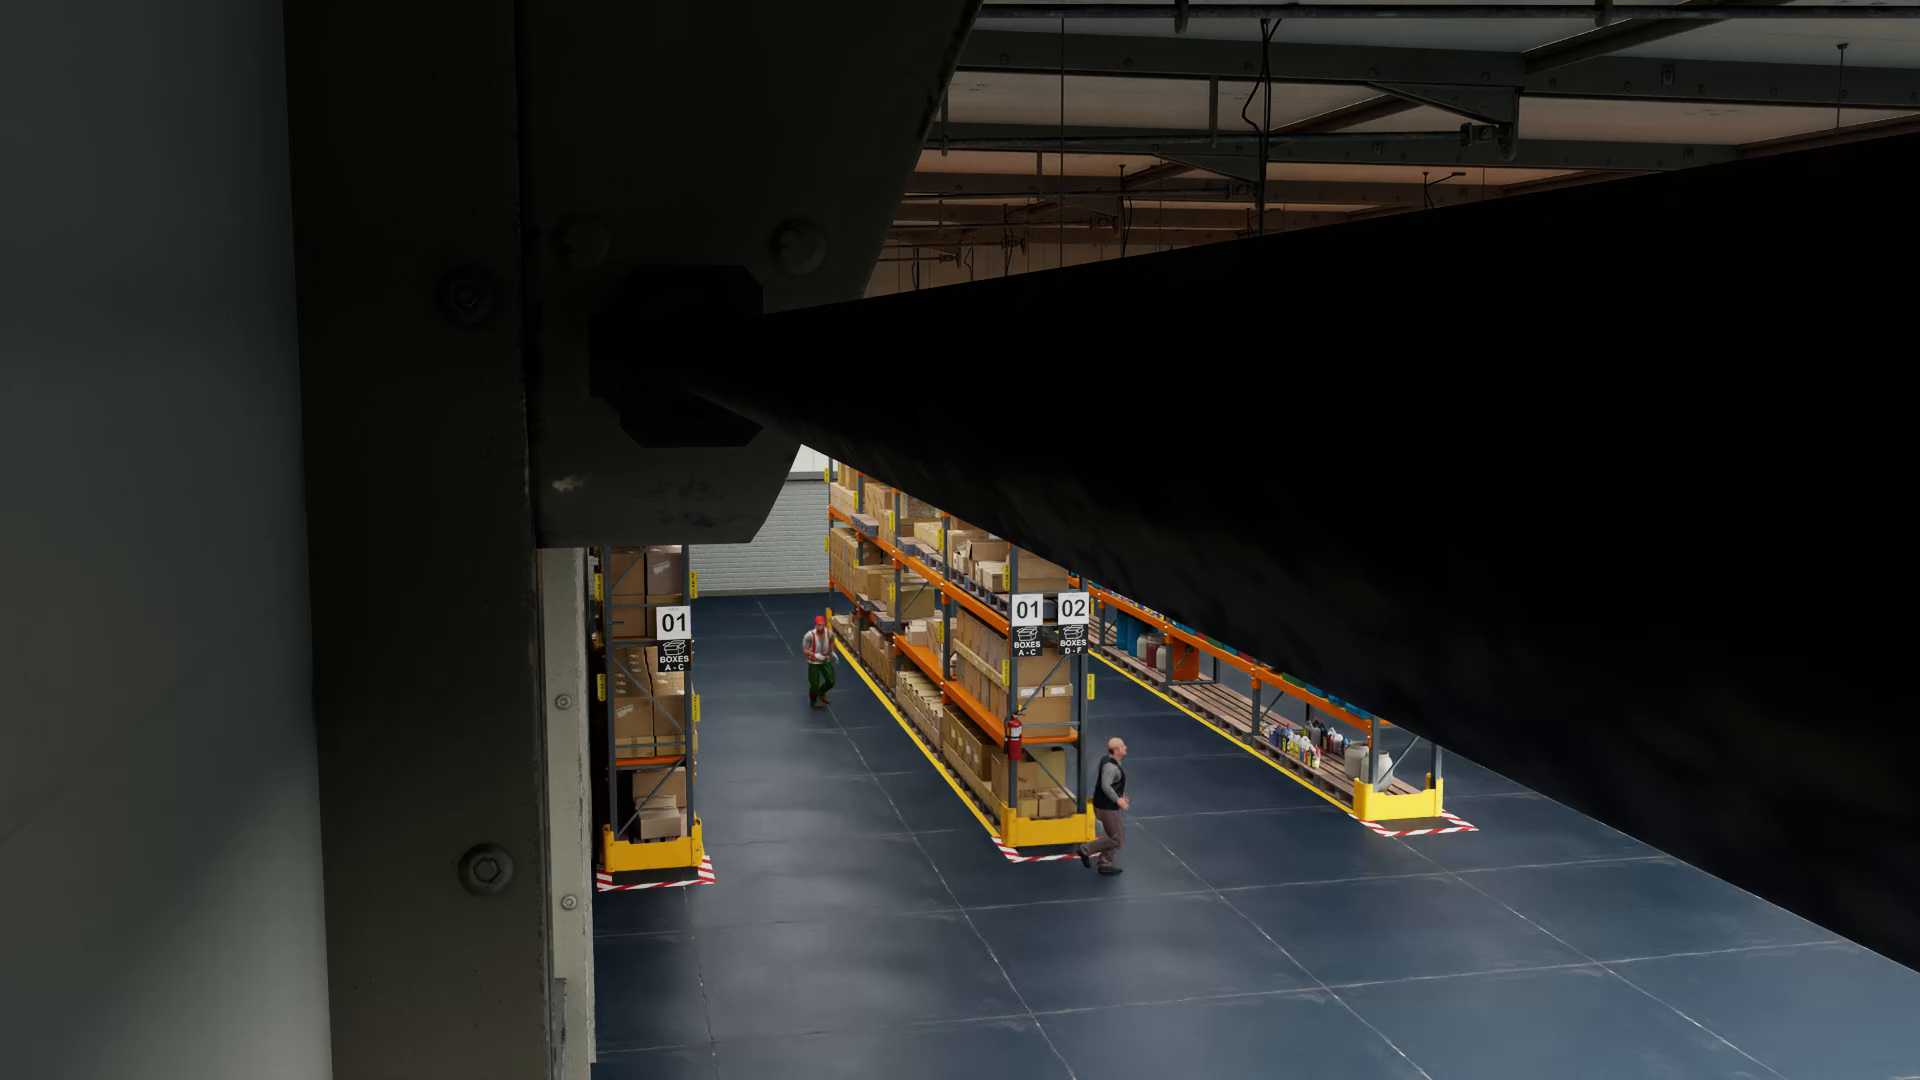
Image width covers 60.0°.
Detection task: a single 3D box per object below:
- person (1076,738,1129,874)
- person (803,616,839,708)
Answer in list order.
[{"bbox_3d":[1.704,3.171,19.815,0.631,1.658,0.659,1,7,5],"label":"person"},{"bbox_3d":[-2.393,2.110,28.650,0.687,1.673,0.785,-3,7,-23],"label":"person"}]
